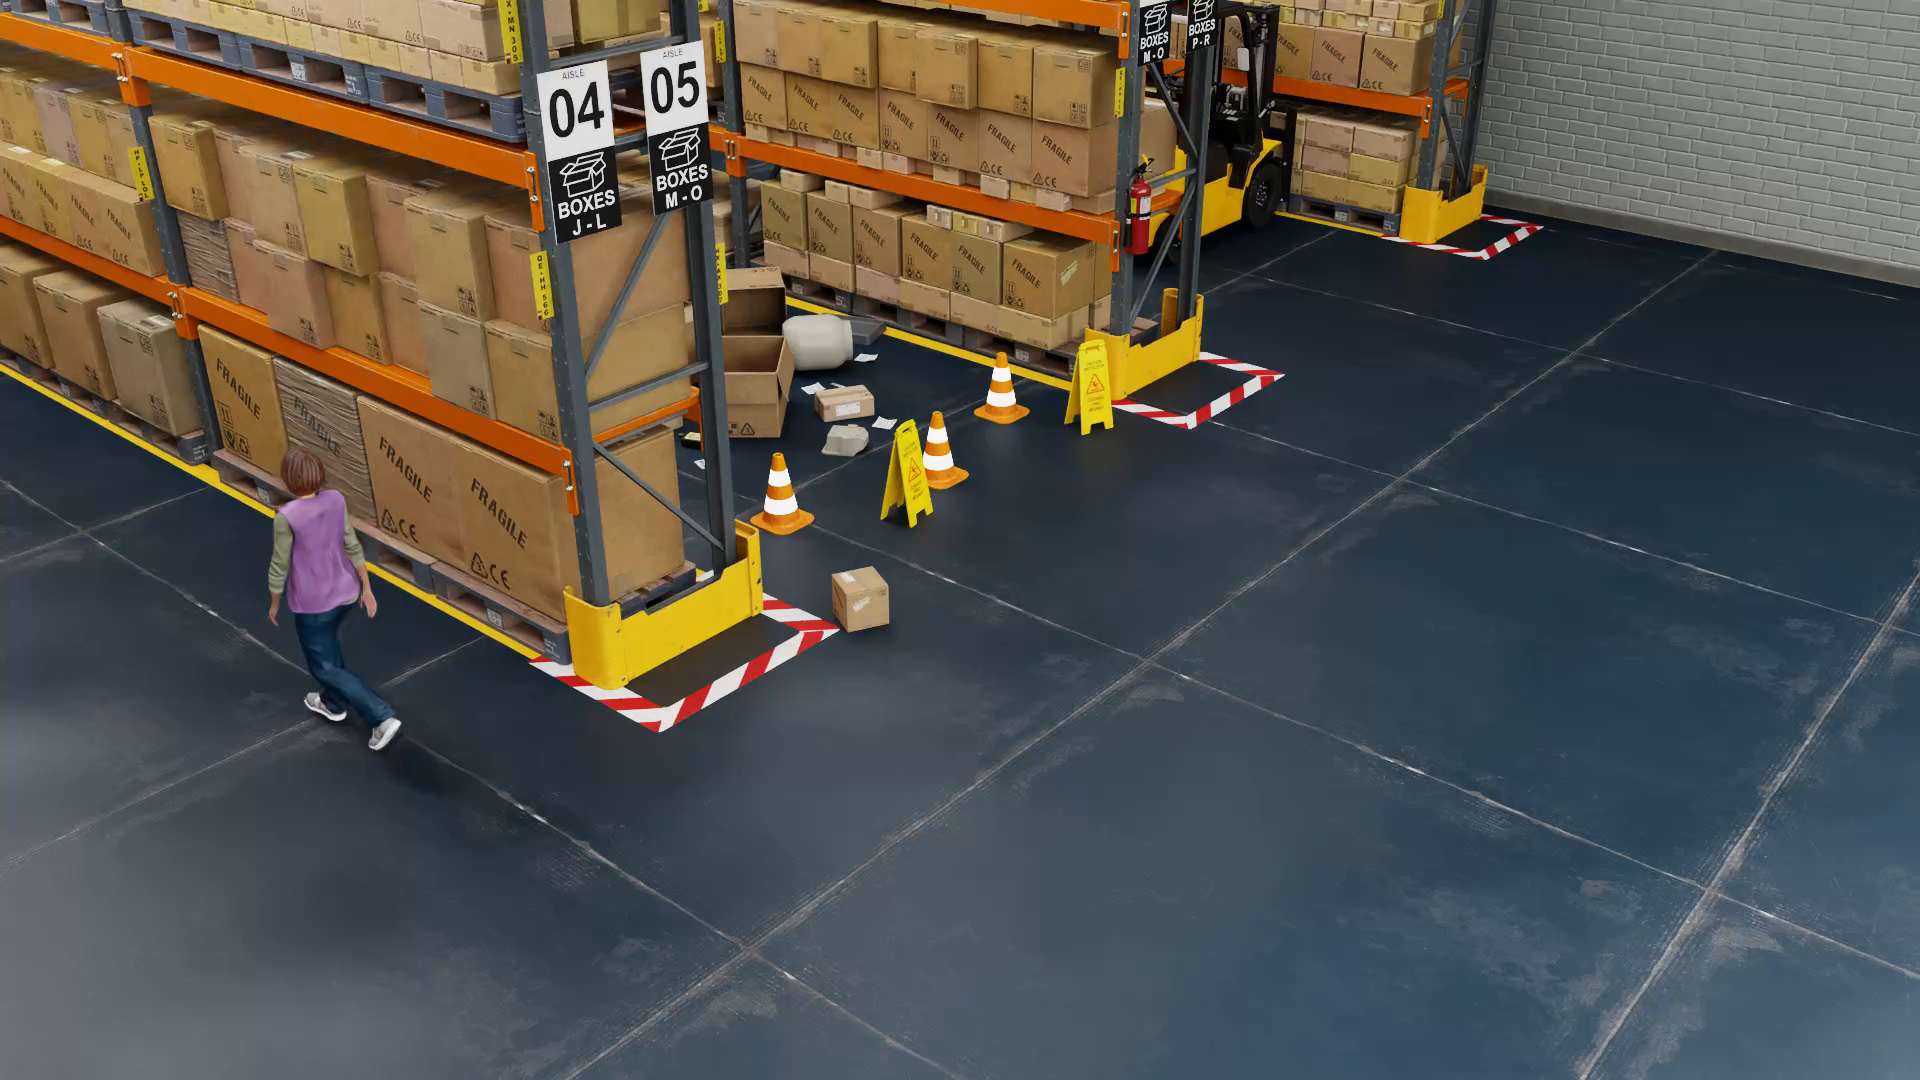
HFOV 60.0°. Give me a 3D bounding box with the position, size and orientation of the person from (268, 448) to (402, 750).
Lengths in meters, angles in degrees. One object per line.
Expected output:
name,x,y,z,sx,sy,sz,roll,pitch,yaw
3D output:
person,-3.055,0.294,8.057,0.861,1.555,0.437,16,32,28
